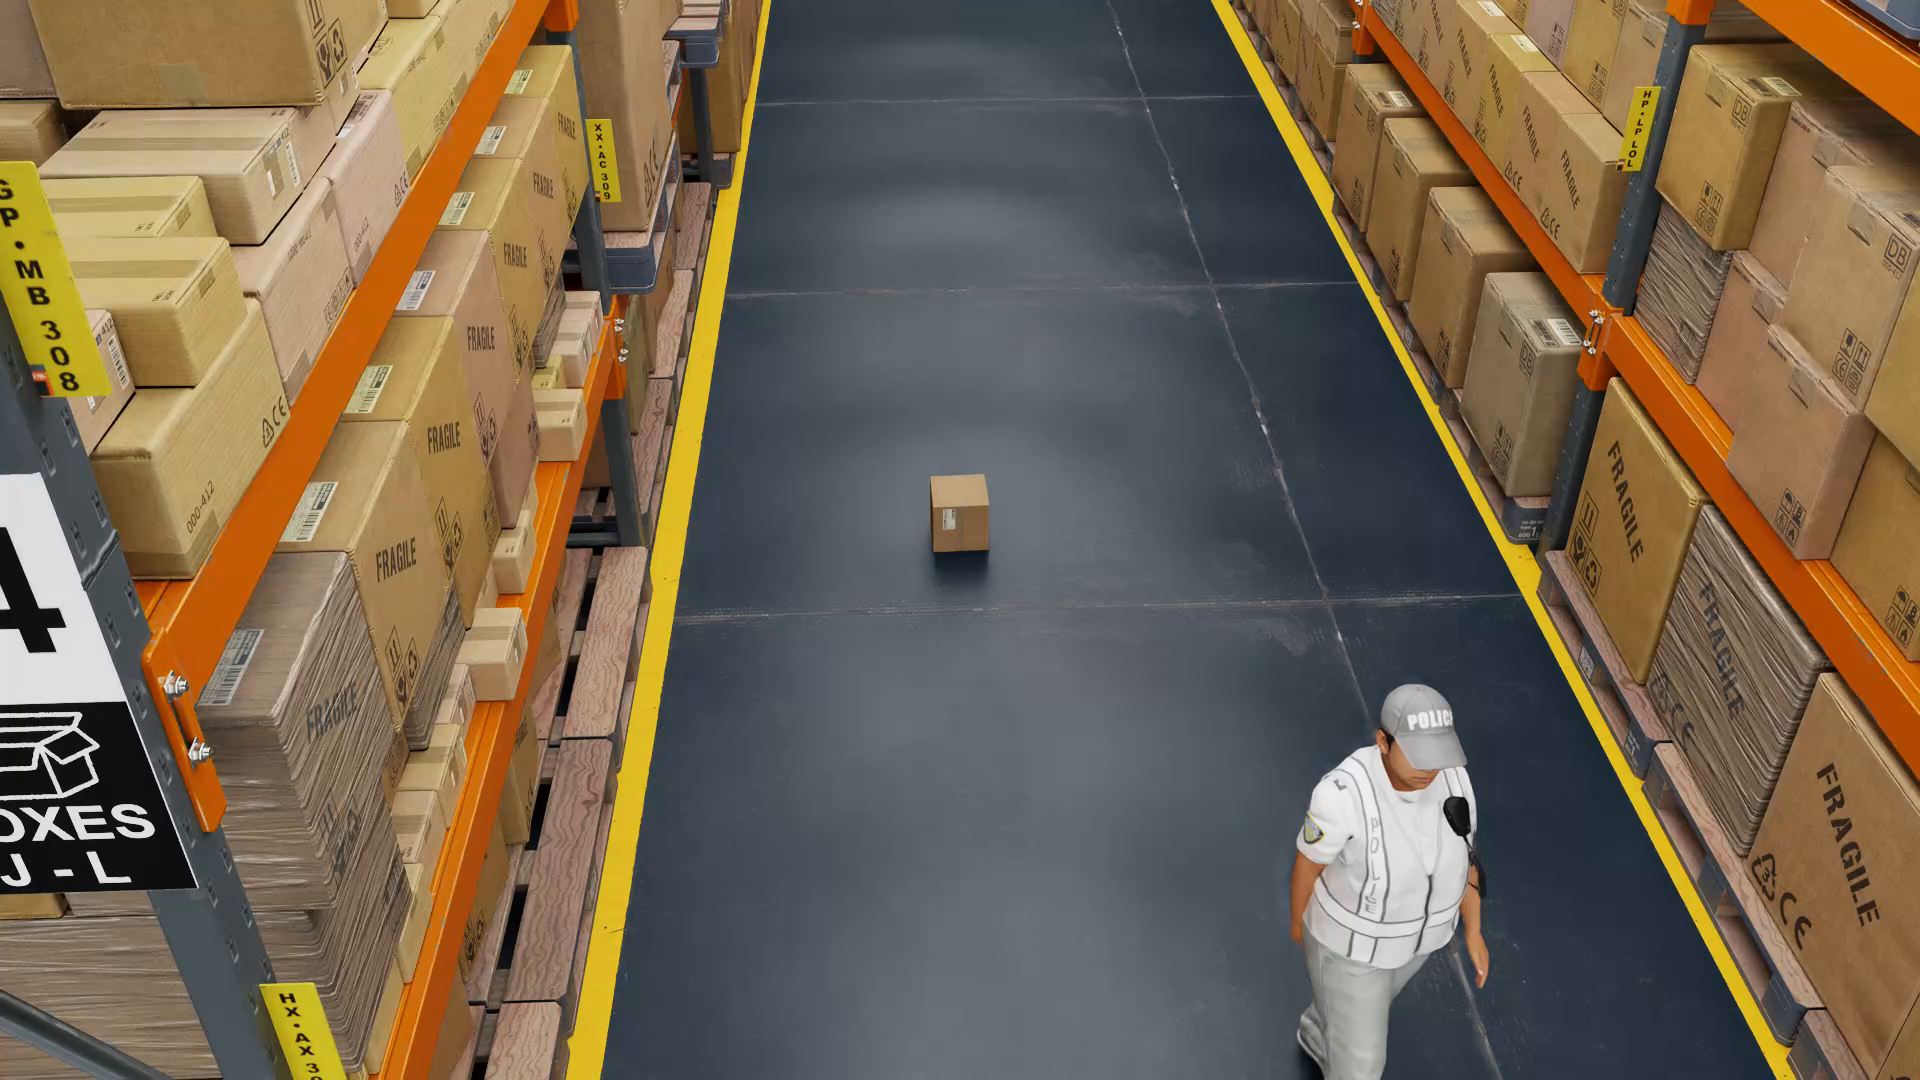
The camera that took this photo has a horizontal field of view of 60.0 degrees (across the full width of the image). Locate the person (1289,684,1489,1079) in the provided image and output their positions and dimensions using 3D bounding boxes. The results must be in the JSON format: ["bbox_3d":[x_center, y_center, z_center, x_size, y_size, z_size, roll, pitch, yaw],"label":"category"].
[{"bbox_3d":[1.194,1.123,4.590,0.486,1.710,0.683,-15,38,-20],"label":"person"}]
